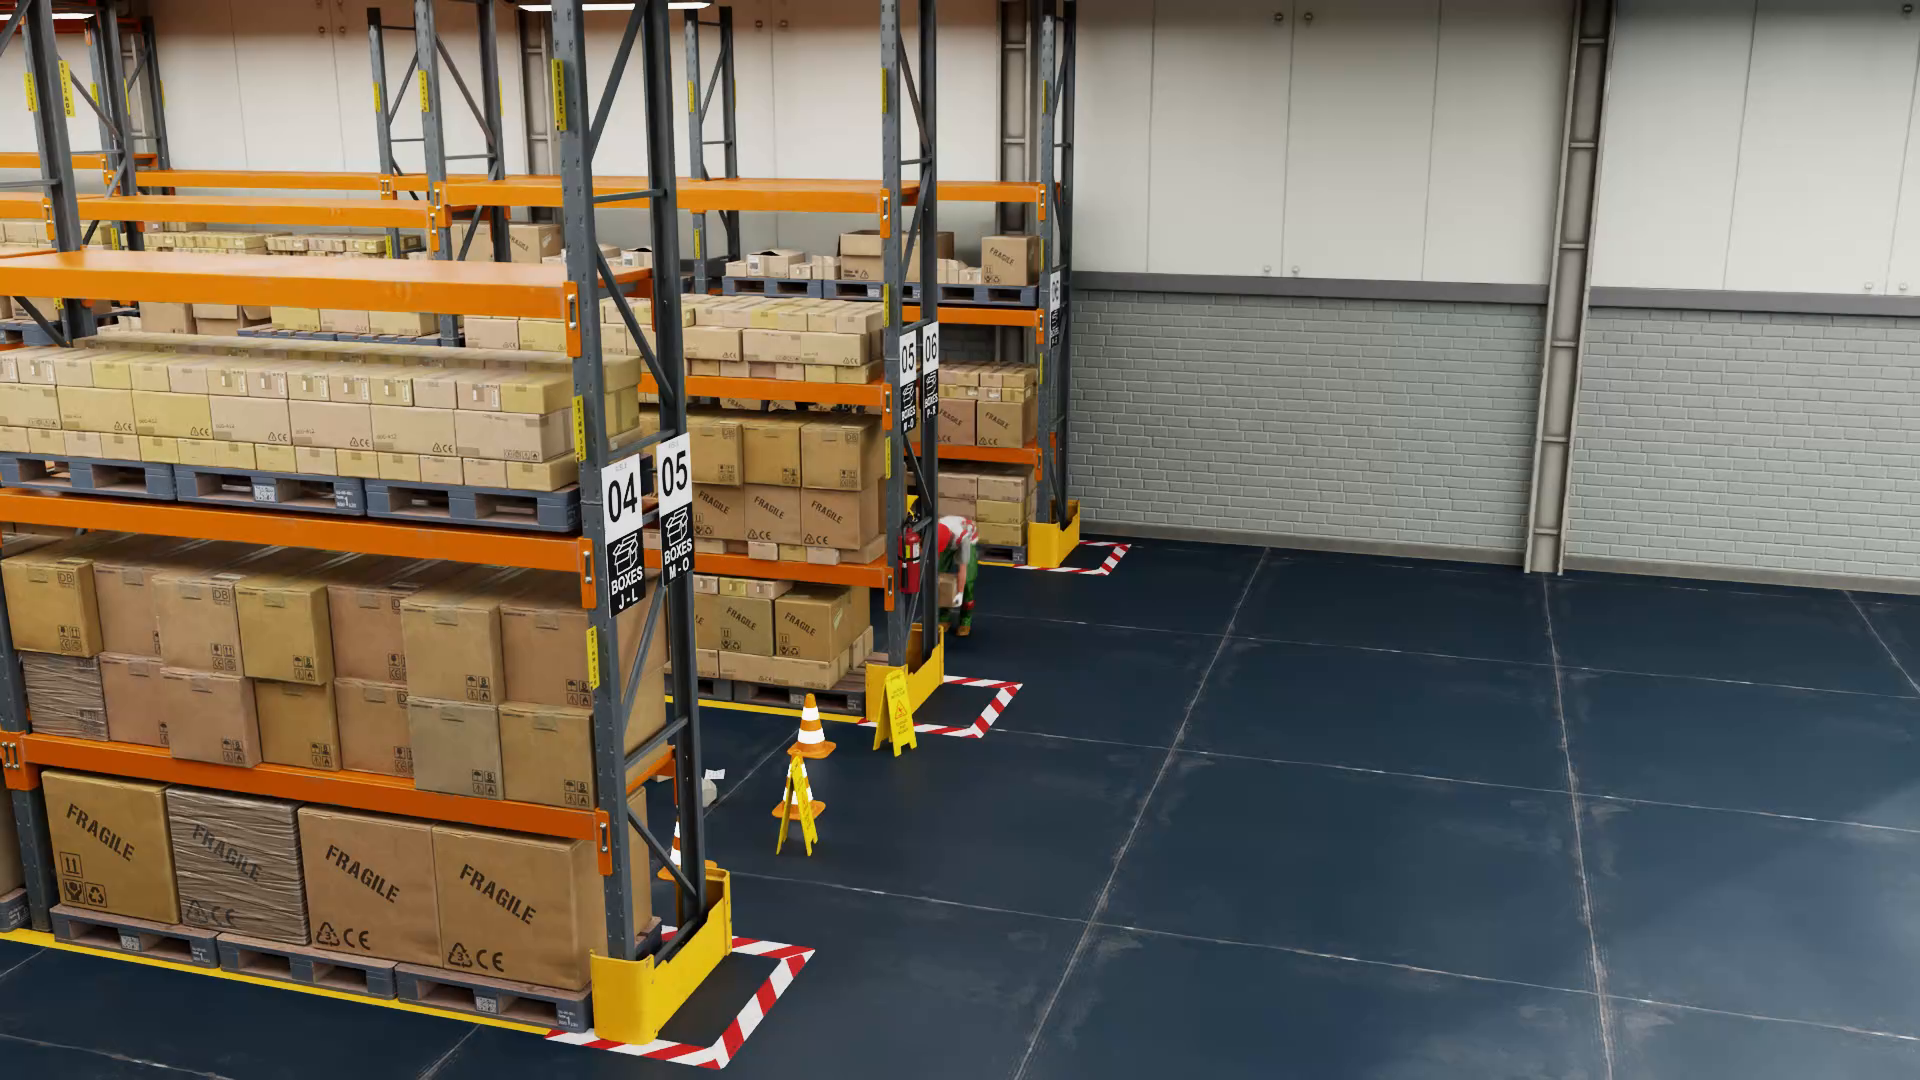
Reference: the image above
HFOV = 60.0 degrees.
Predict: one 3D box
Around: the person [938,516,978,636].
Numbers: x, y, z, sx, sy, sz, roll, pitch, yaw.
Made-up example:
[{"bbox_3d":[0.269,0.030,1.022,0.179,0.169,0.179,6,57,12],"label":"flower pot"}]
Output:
[{"bbox_3d":[-0.111,0.345,15.772,0.483,1.218,0.949,4,15,14],"label":"person"}]
